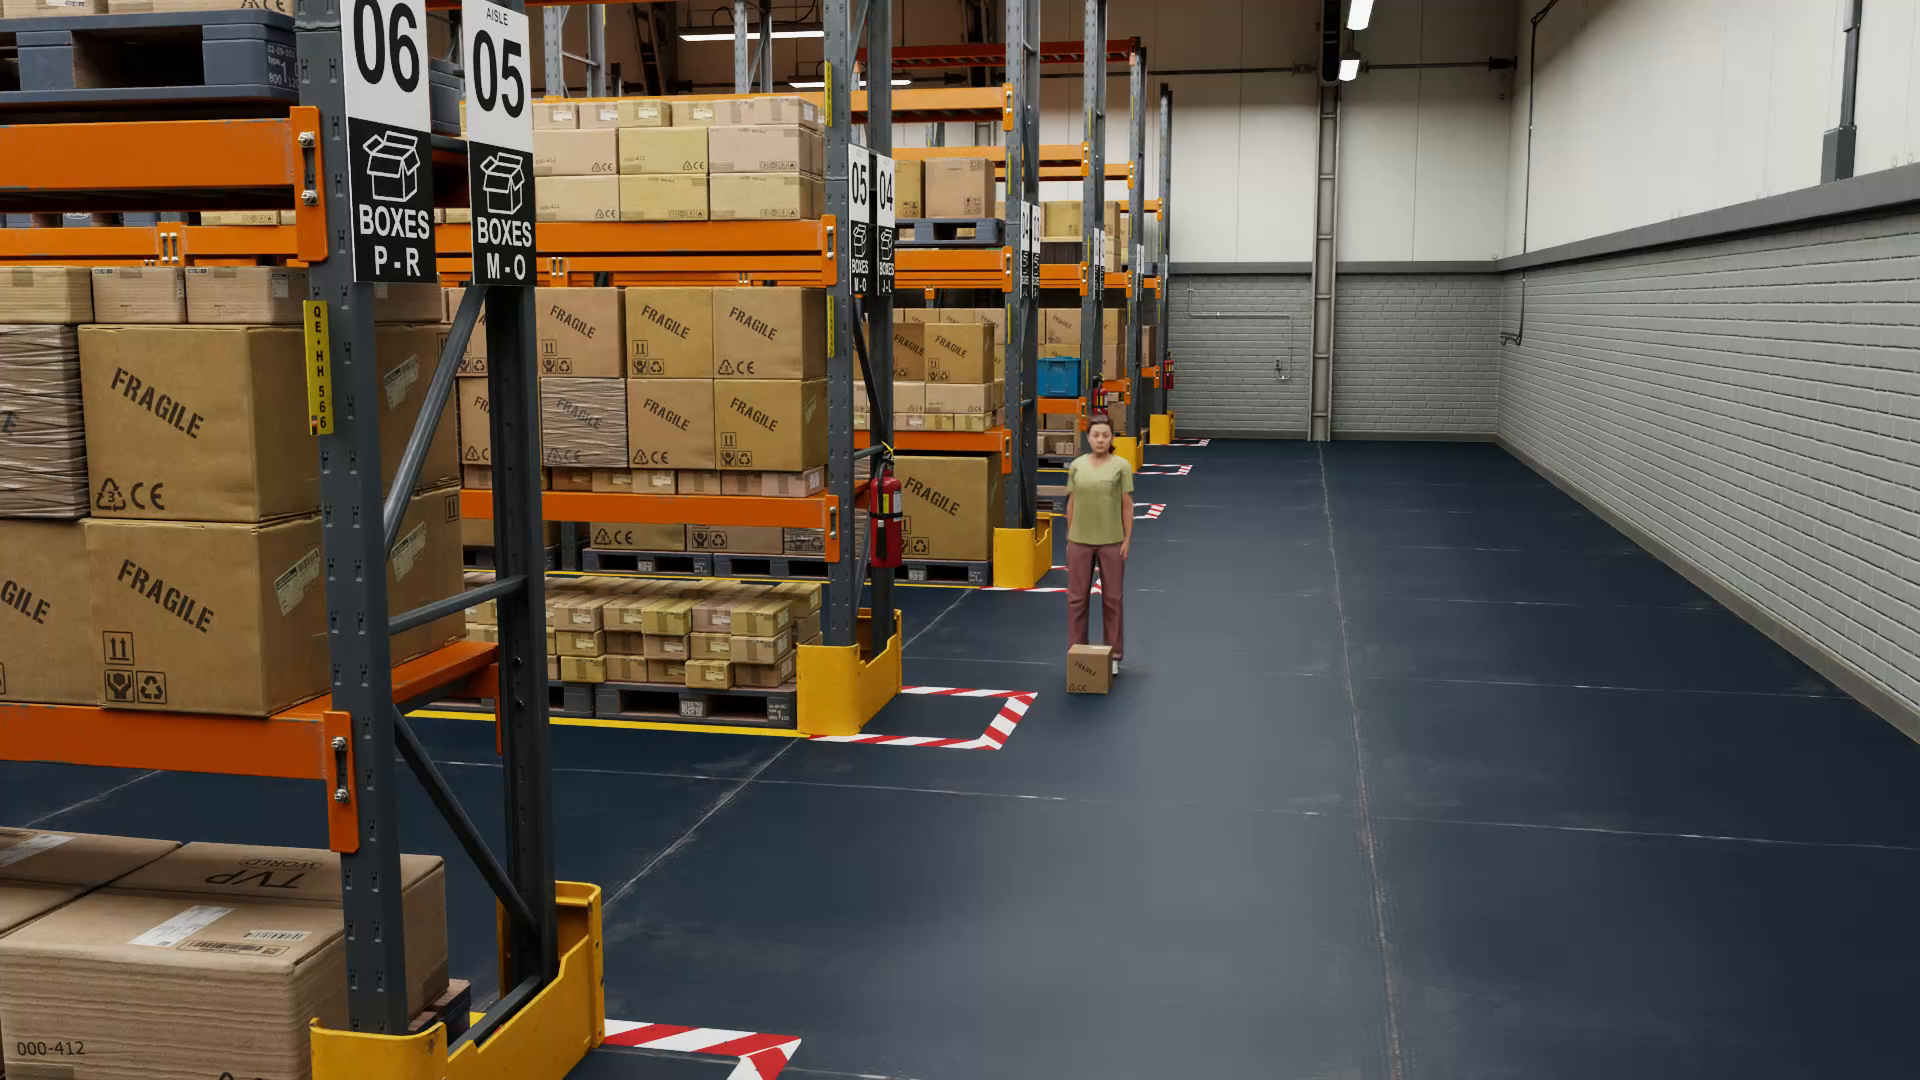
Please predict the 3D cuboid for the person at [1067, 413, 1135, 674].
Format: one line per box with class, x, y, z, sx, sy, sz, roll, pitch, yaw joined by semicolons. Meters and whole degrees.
person;0.894;0.022;10.695;0.441;1.669;0.360;2;8;13
